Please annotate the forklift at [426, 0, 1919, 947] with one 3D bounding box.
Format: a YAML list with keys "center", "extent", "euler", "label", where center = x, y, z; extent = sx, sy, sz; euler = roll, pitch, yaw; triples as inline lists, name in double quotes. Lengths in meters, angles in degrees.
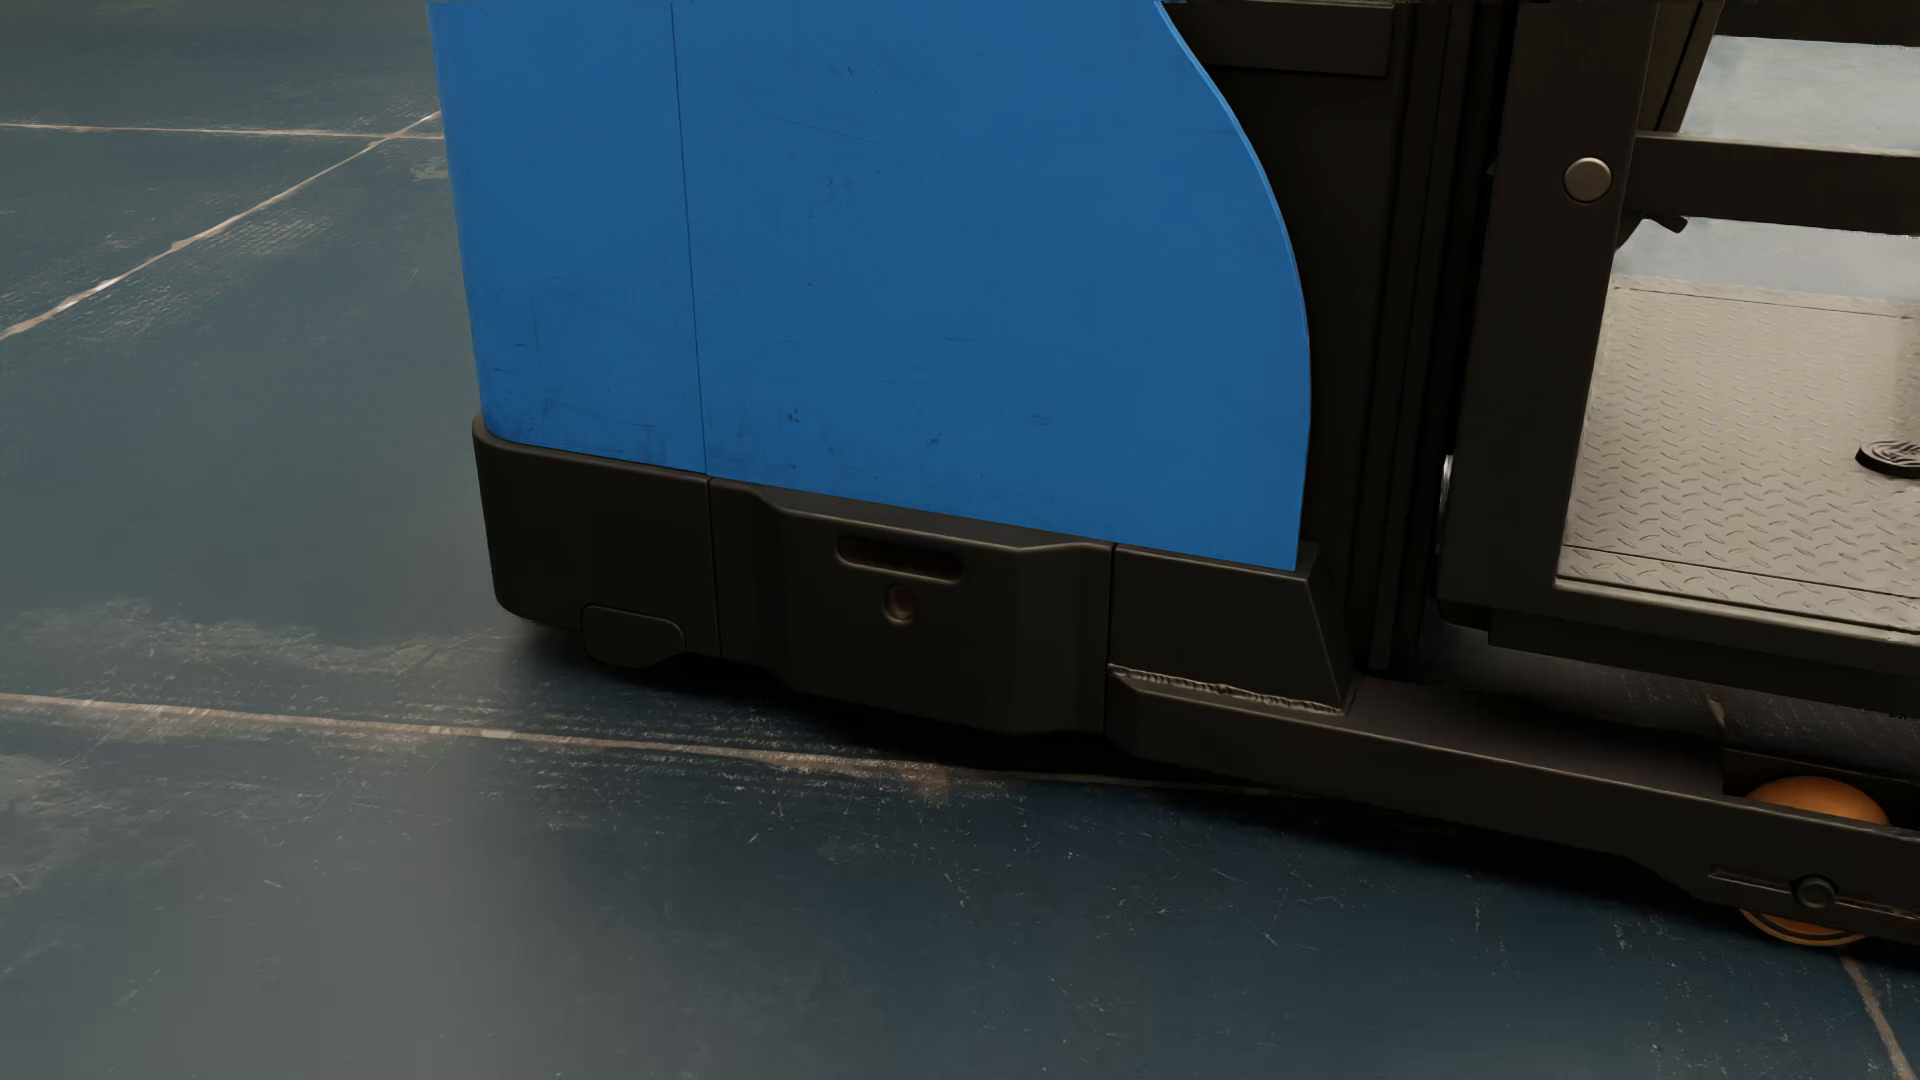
- center: [0.953, -1.141, 1.503]
  extent: [3.031, 2.935, 1.130]
  euler: [10, 28, 18]
  label: "forklift"
